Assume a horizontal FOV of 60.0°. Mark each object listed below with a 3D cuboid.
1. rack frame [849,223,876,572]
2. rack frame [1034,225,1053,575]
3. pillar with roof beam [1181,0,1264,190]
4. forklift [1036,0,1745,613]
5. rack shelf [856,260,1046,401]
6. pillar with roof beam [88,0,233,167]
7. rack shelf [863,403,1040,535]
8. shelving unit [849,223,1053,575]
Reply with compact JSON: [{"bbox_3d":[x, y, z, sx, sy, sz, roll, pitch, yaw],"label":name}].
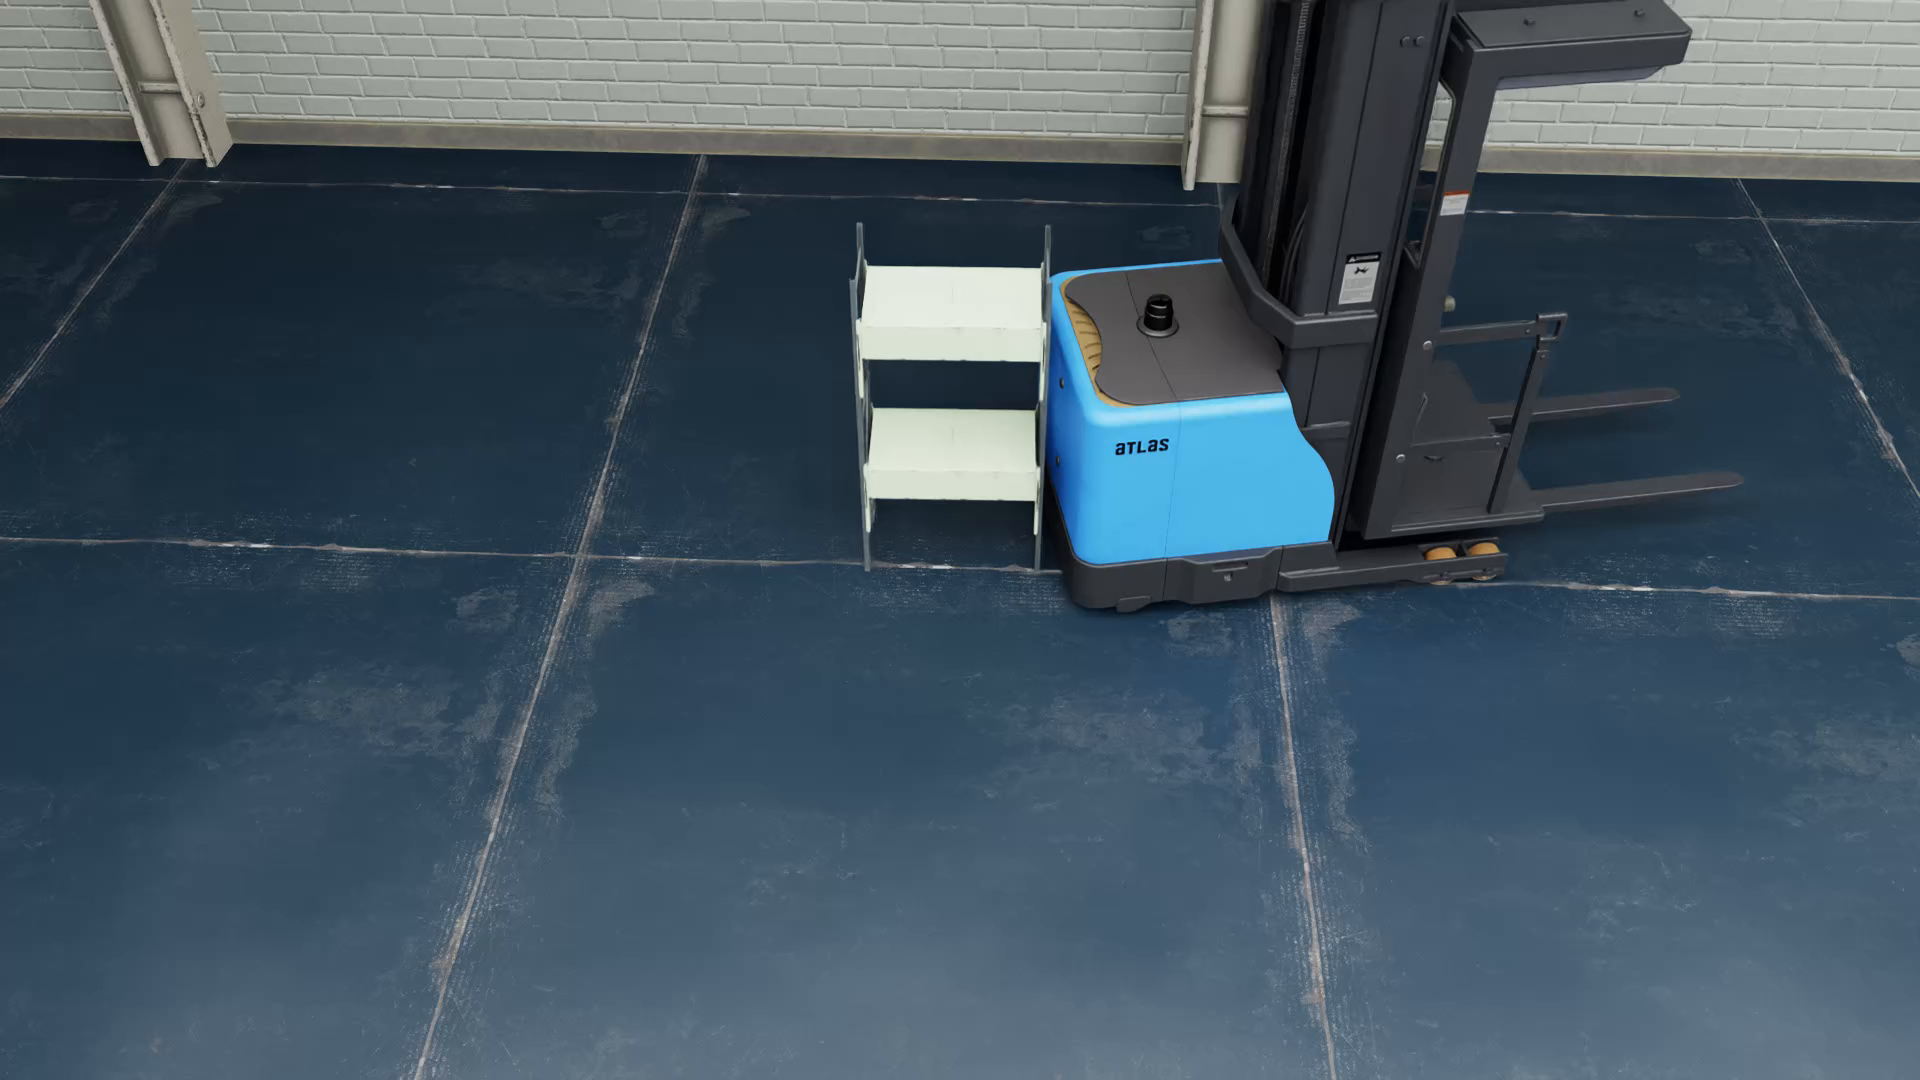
[{"bbox_3d":[-0.395,-0.548,6.823,0.023,1.500,0.400,1,43,1],"label":"rack frame"},{"bbox_3d":[0.337,-0.536,6.810,0.023,1.500,0.400,1,43,1],"label":"rack frame"},{"bbox_3d":[1.285,-2.456,3.369,0.400,9.000,9.100,2,43,2],"label":"pillar with roof beam"},{"bbox_3d":[1.891,-1.232,6.508,3.031,2.935,1.130,-6,43,-6],"label":"forklift"},{"bbox_3d":[-0.029,-0.827,6.551,0.720,0.370,0.431,1,43,1],"label":"rack shelf"},{"bbox_3d":[-4.709,-2.640,3.567,0.400,9.000,9.100,2,43,2],"label":"pillar with roof beam"},{"bbox_3d":[-0.029,-0.303,7.039,0.720,0.370,0.431,1,43,1],"label":"rack shelf"},{"bbox_3d":[-0.029,-0.542,6.817,0.755,1.500,0.431,1,43,1],"label":"shelving unit"}]
